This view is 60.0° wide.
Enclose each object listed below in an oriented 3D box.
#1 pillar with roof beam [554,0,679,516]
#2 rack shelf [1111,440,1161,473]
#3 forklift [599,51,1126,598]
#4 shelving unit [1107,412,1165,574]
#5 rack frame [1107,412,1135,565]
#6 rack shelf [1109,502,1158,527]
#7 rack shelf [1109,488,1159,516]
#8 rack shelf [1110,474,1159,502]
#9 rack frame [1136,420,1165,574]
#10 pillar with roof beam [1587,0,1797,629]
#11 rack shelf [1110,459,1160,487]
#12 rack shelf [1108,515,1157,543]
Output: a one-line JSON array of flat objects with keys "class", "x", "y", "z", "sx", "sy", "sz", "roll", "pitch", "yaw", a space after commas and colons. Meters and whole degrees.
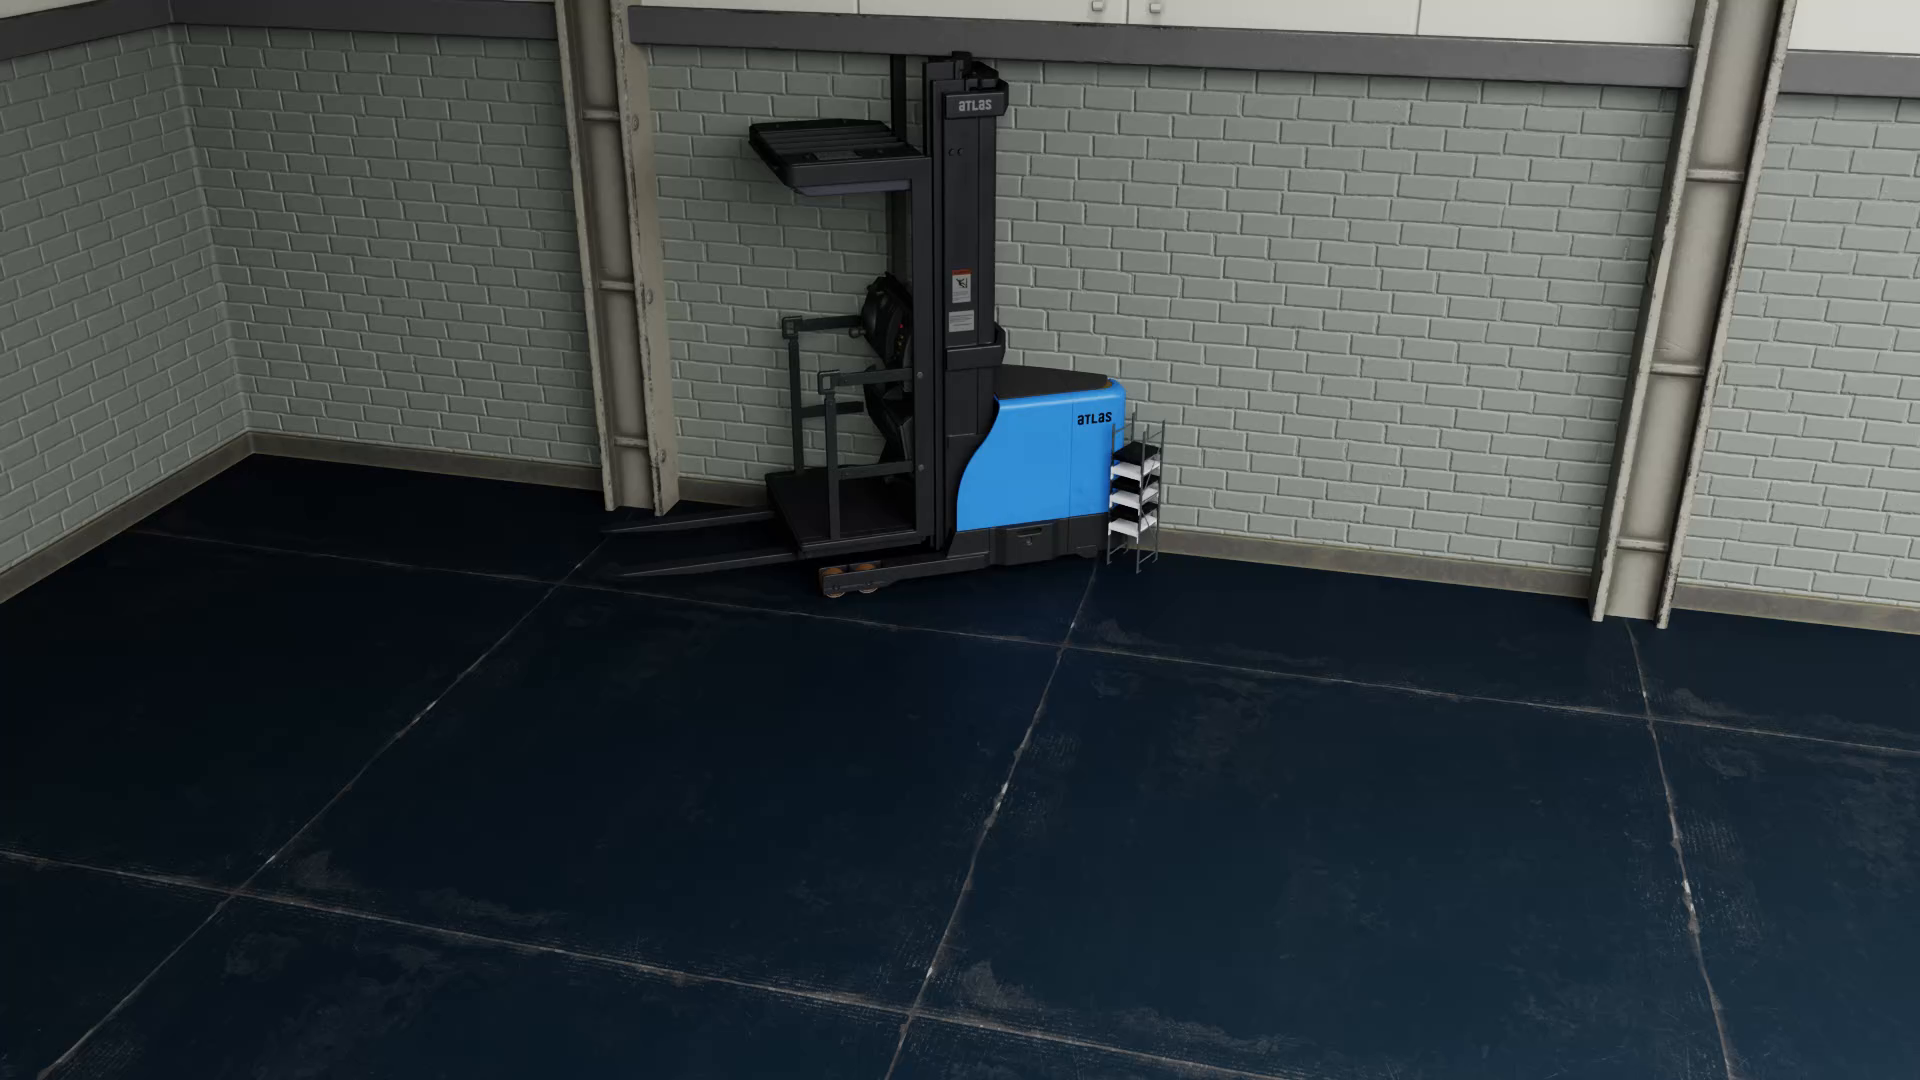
[{"class": "pillar with roof beam", "x": -3.118, "y": -2.506, "z": 5.046, "sx": 0.400, "sy": 9.000, "sz": 9.100, "roll": 6, "pitch": 26, "yaw": 13}, {"class": "rack shelf", "x": 1.032, "y": -0.488, "z": 9.677, "sx": 0.200, "sy": 0.077, "sz": 0.258, "roll": 18, "pitch": 31, "yaw": 32}, {"class": "forklift", "x": -0.599, "y": -1.246, "z": 9.458, "sx": 3.031, "sy": 2.935, "sz": 1.130, "roll": -7, "pitch": 26, "yaw": -15}, {"class": "shelving unit", "x": 1.032, "y": -0.274, "z": 9.779, "sx": 0.210, "sy": 0.900, "sz": 0.258, "roll": 18, "pitch": 31, "yaw": 32}, {"class": "rack frame", "x": 0.950, "y": -0.300, "z": 9.834, "sx": 0.006, "sy": 0.900, "sz": 0.240, "roll": 18, "pitch": 31, "yaw": 32}, {"class": "rack shelf", "x": 1.032, "y": -0.163, "z": 9.832, "sx": 0.200, "sy": 0.077, "sz": 0.258, "roll": 18, "pitch": 31, "yaw": 32}, {"class": "rack shelf", "x": 1.032, "y": -0.244, "z": 9.794, "sx": 0.200, "sy": 0.077, "sz": 0.258, "roll": 18, "pitch": 31, "yaw": 32}, {"class": "rack shelf", "x": 1.032, "y": -0.325, "z": 9.755, "sx": 0.200, "sy": 0.077, "sz": 0.258, "roll": 18, "pitch": 31, "yaw": 32}, {"class": "rack frame", "x": 1.114, "y": -0.248, "z": 9.725, "sx": 0.006, "sy": 0.900, "sz": 0.240, "roll": 18, "pitch": 31, "yaw": 32}, {"class": "pillar with roof beam", "x": 2.693, "y": -1.864, "z": 3.697, "sx": 0.400, "sy": 9.000, "sz": 9.100, "roll": 6, "pitch": 26, "yaw": 13}, {"class": "rack shelf", "x": 1.032, "y": -0.407, "z": 9.716, "sx": 0.200, "sy": 0.077, "sz": 0.258, "roll": 18, "pitch": 31, "yaw": 32}, {"class": "rack shelf", "x": 1.032, "y": -0.082, "z": 9.871, "sx": 0.200, "sy": 0.077, "sz": 0.258, "roll": 18, "pitch": 31, "yaw": 32}]
